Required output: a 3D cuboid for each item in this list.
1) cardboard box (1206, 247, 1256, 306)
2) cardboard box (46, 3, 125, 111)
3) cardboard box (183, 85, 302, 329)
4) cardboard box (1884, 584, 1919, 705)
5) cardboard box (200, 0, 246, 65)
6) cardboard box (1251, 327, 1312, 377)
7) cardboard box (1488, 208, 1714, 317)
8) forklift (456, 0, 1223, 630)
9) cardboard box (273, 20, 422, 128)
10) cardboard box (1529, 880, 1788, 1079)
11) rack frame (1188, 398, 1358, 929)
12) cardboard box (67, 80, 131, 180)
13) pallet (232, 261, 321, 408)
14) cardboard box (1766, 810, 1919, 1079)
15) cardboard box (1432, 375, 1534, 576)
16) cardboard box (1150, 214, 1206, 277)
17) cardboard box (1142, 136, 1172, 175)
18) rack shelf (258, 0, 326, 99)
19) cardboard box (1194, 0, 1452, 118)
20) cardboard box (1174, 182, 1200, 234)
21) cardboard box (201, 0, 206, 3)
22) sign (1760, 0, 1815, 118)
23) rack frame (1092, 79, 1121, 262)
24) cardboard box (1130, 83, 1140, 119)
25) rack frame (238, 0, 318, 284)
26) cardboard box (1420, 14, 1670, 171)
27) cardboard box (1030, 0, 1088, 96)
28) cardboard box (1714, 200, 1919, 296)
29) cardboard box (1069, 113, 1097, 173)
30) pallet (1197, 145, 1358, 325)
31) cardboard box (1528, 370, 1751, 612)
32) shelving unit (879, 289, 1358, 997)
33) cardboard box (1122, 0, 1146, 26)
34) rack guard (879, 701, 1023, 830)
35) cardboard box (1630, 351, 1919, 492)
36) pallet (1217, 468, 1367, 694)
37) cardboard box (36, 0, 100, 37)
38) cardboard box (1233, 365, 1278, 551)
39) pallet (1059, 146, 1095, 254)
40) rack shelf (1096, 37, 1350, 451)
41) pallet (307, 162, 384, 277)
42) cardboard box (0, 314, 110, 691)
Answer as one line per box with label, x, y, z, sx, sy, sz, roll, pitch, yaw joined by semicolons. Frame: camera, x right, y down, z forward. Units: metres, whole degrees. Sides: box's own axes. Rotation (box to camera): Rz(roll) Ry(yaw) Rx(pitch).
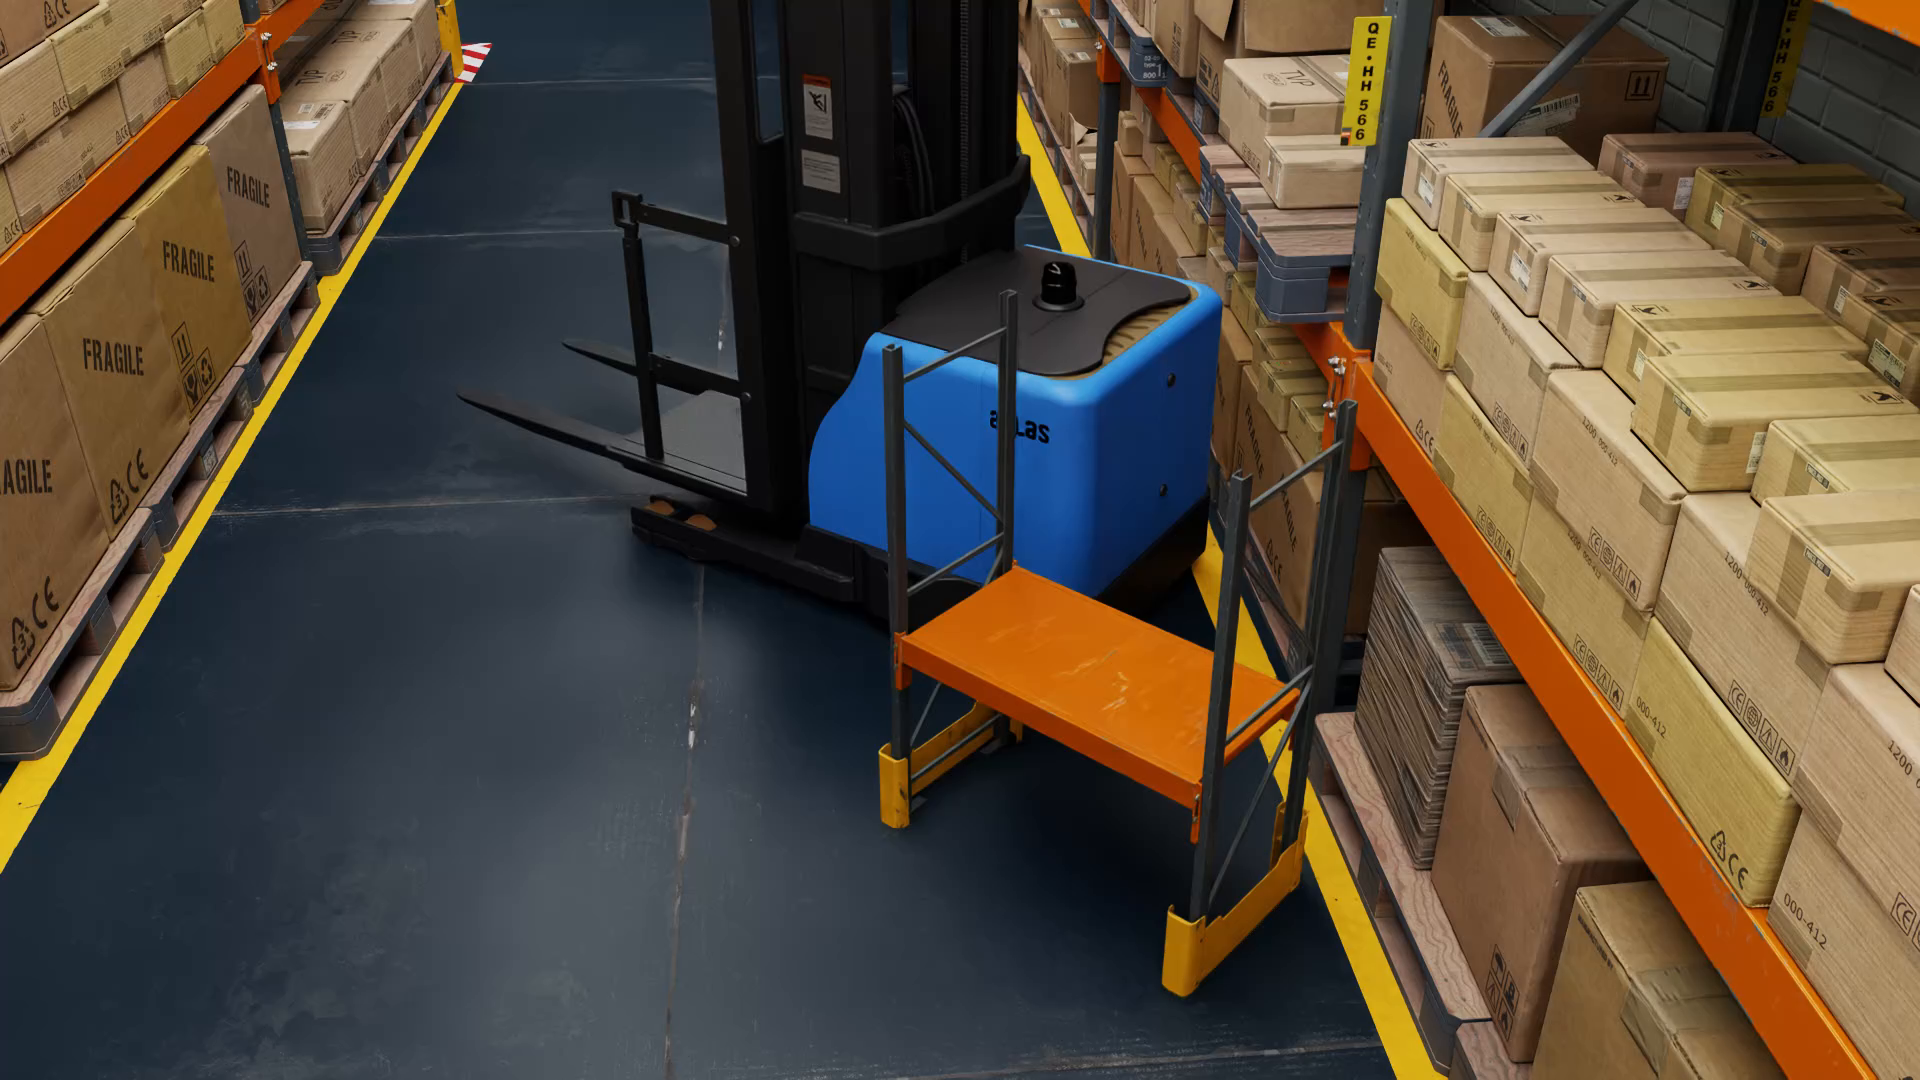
cardboard box;1.175;-1.031;6.447;0.380;0.149;0.250;-4;31;-7
cardboard box;-3.289;-1.687;5.808;0.500;0.250;0.500;-2;31;-4
cardboard box;-3.608;-1.485;7.474;0.875;0.875;0.875;-2;31;-3
cardboard box;1.542;0.179;2.295;0.380;0.149;0.250;-2;31;-4
cardboard box;-3.453;-2.248;7.235;0.500;0.250;0.500;-3;31;-6
cardboard box;1.234;-0.627;5.771;0.380;0.149;0.250;-4;31;-6
cardboard box;1.382;-0.606;3.609;0.380;0.149;0.250;-2;31;-3
forklift;-0.619;-1.390;5.718;3.031;2.935;1.130;18;35;28
cardboard box;-3.864;-2.853;10.191;0.875;0.438;0.875;-2;31;-3
cardboard box;1.746;1.108;3.376;0.875;0.625;0.625;-4;31;-7
rack frame;0.752;0.415;4.092;0.032;1.500;0.500;24;38;34
cardboard box;-3.325;-1.466;5.926;0.500;0.250;0.500;-3;31;-5
pallet;-3.598;-0.942;7.622;1.003;0.211;1.213;-3;31;-5
cardboard box;1.568;0.623;2.428;0.500;0.250;0.500;-3;31;-4
cardboard box;1.410;-0.168;3.752;0.500;0.250;0.500;-3;31;-6
cardboard box;1.119;-1.092;7.182;0.500;0.500;0.500;-4;31;-6
cardboard box;1.068;-1.821;7.770;0.380;0.149;0.250;-4;31;-6
rack shelf;-3.932;-3.242;9.454;1.077;0.370;4.000;-3;31;-5
cardboard box;1.233;-1.776;5.789;0.797;0.503;0.637;-3;31;-6
cardboard box;1.128;-1.422;7.102;0.380;0.149;0.250;-3;31;-5
cardboard box;-3.462;-2.466;7.113;0.500;0.250;0.500;-3;31;-5
sign;2.122;-1.253;4.293;0.100;0.325;0.005;-3;31;-5
rack frame;1.196;-2.769;7.961;1.000;3.000;0.127;-3;31;-5
cardboard box;1.025;-2.090;7.929;0.380;0.149;0.250;-3;31;-5
rack frame;-3.746;-2.530;7.560;1.000;3.000;0.127;-3;31;-5
cardboard box;1.677;-1.221;4.861;0.500;0.500;0.500;-1;31;-2
cardboard box;0.826;-3.164;10.650;0.700;0.500;0.500;-2;31;-3
cardboard box;1.901;-0.629;3.648;0.380;0.149;0.250;-3;31;-5
cardboard box;0.818;-2.229;9.313;0.396;0.266;0.258;-2;31;-3
pallet;1.437;-0.988;5.165;1.213;0.211;1.003;-3;31;-5
cardboard box;1.445;-0.115;3.177;0.500;0.250;0.500;-4;31;-6
shelving unit;0.360;0.242;4.382;1.083;1.500;0.587;24;38;34
cardboard box;1.067;-2.471;6.954;0.700;0.500;0.500;-2;31;-4
rack guard;-0.018;0.612;4.981;0.087;0.250;0.587;24;38;34
cardboard box;1.437;-0.213;2.952;0.380;0.149;0.250;-2;31;-4
pallet;1.538;0.087;5.899;1.003;0.211;1.213;-3;31;-5
cardboard box;-3.307;-1.999;5.598;0.500;0.500;0.500;-2;31;-4
cardboard box;1.280;-0.296;5.848;0.500;0.500;0.500;-3;31;-5
pallet;1.133;-1.923;9.264;1.003;0.211;1.213;-3;31;-5
rack shelf;1.383;-1.439;6.436;1.077;0.370;4.000;-3;31;-5
pallet;-3.739;-1.725;8.931;1.003;0.211;1.213;-3;31;-5
cardboard box;-3.354;-0.112;5.175;0.875;0.875;0.875;-3;31;-5
